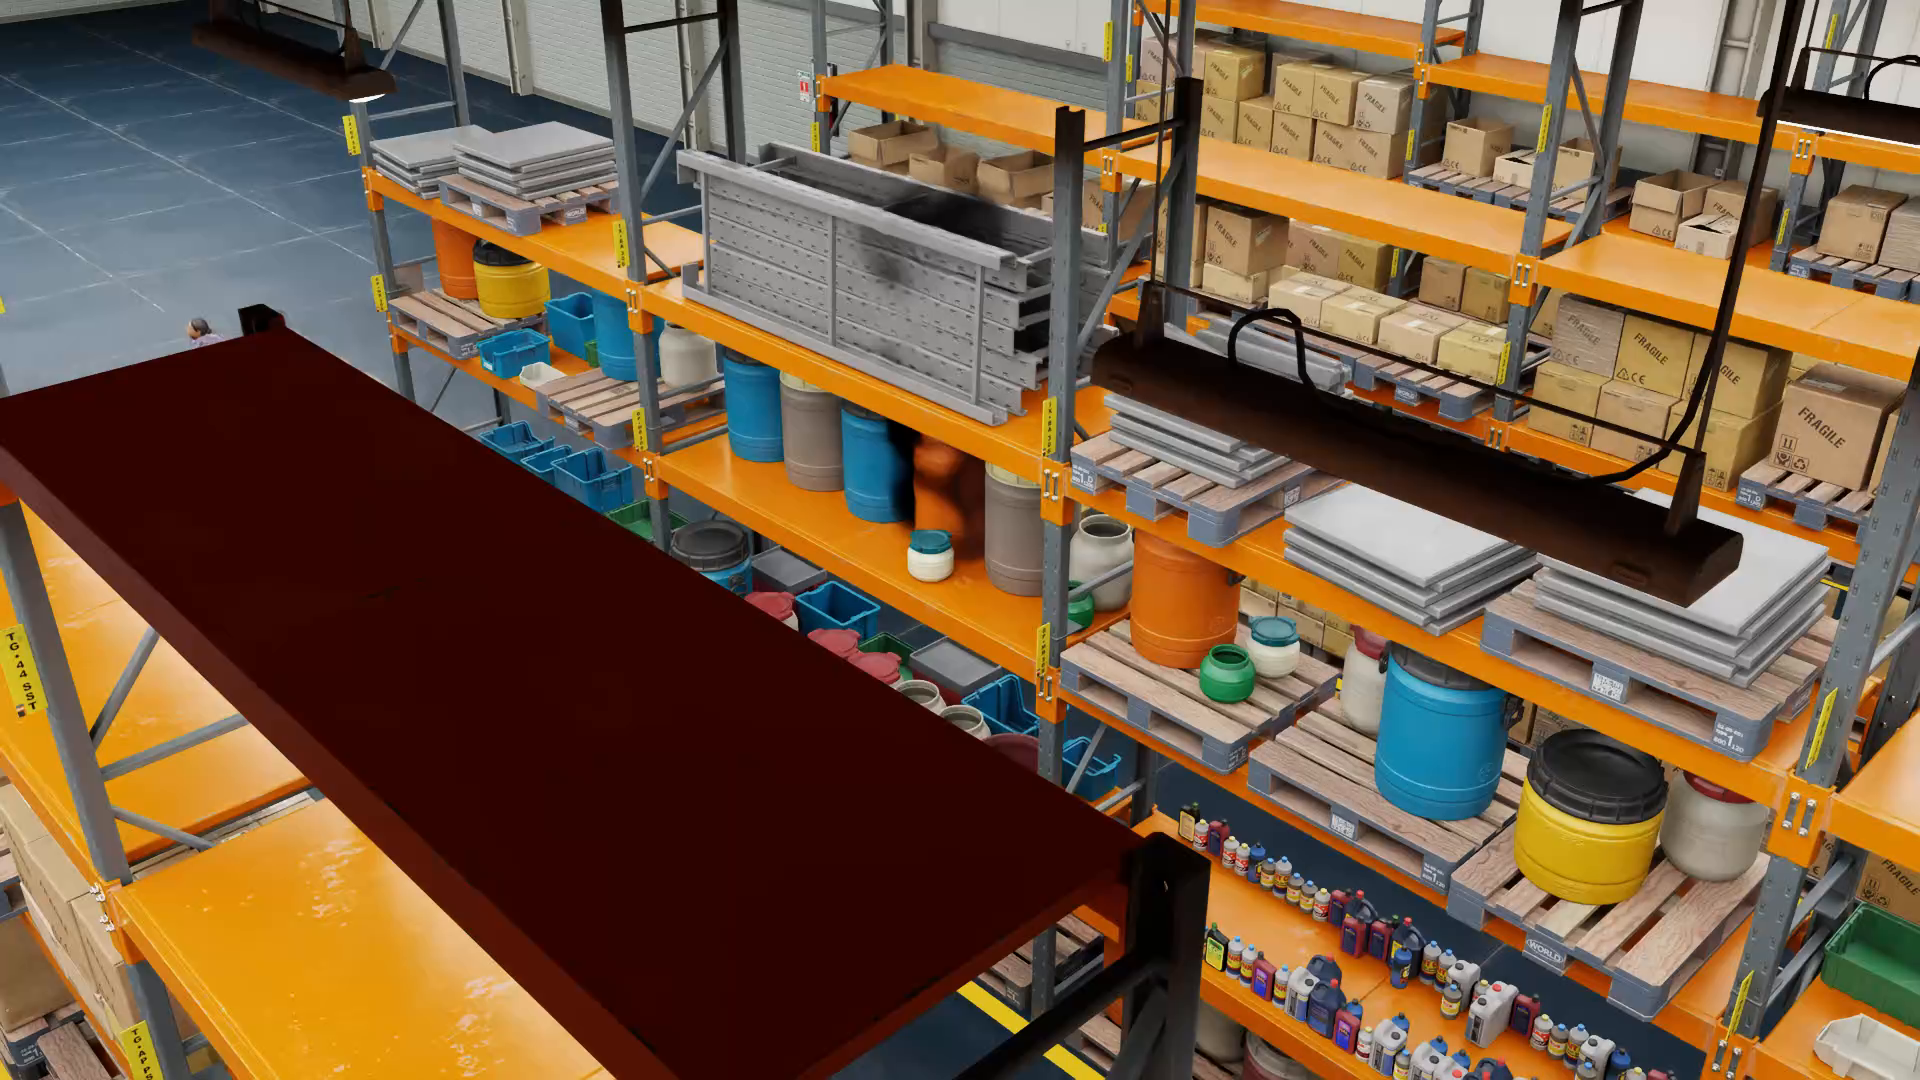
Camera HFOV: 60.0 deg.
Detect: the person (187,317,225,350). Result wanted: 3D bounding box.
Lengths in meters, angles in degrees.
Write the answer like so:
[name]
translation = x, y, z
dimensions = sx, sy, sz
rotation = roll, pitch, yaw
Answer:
[person]
translation = -8.158, -1.636, 18.156
dimensions = 0.895, 1.658, 0.594
rotation = -9, 30, -17
